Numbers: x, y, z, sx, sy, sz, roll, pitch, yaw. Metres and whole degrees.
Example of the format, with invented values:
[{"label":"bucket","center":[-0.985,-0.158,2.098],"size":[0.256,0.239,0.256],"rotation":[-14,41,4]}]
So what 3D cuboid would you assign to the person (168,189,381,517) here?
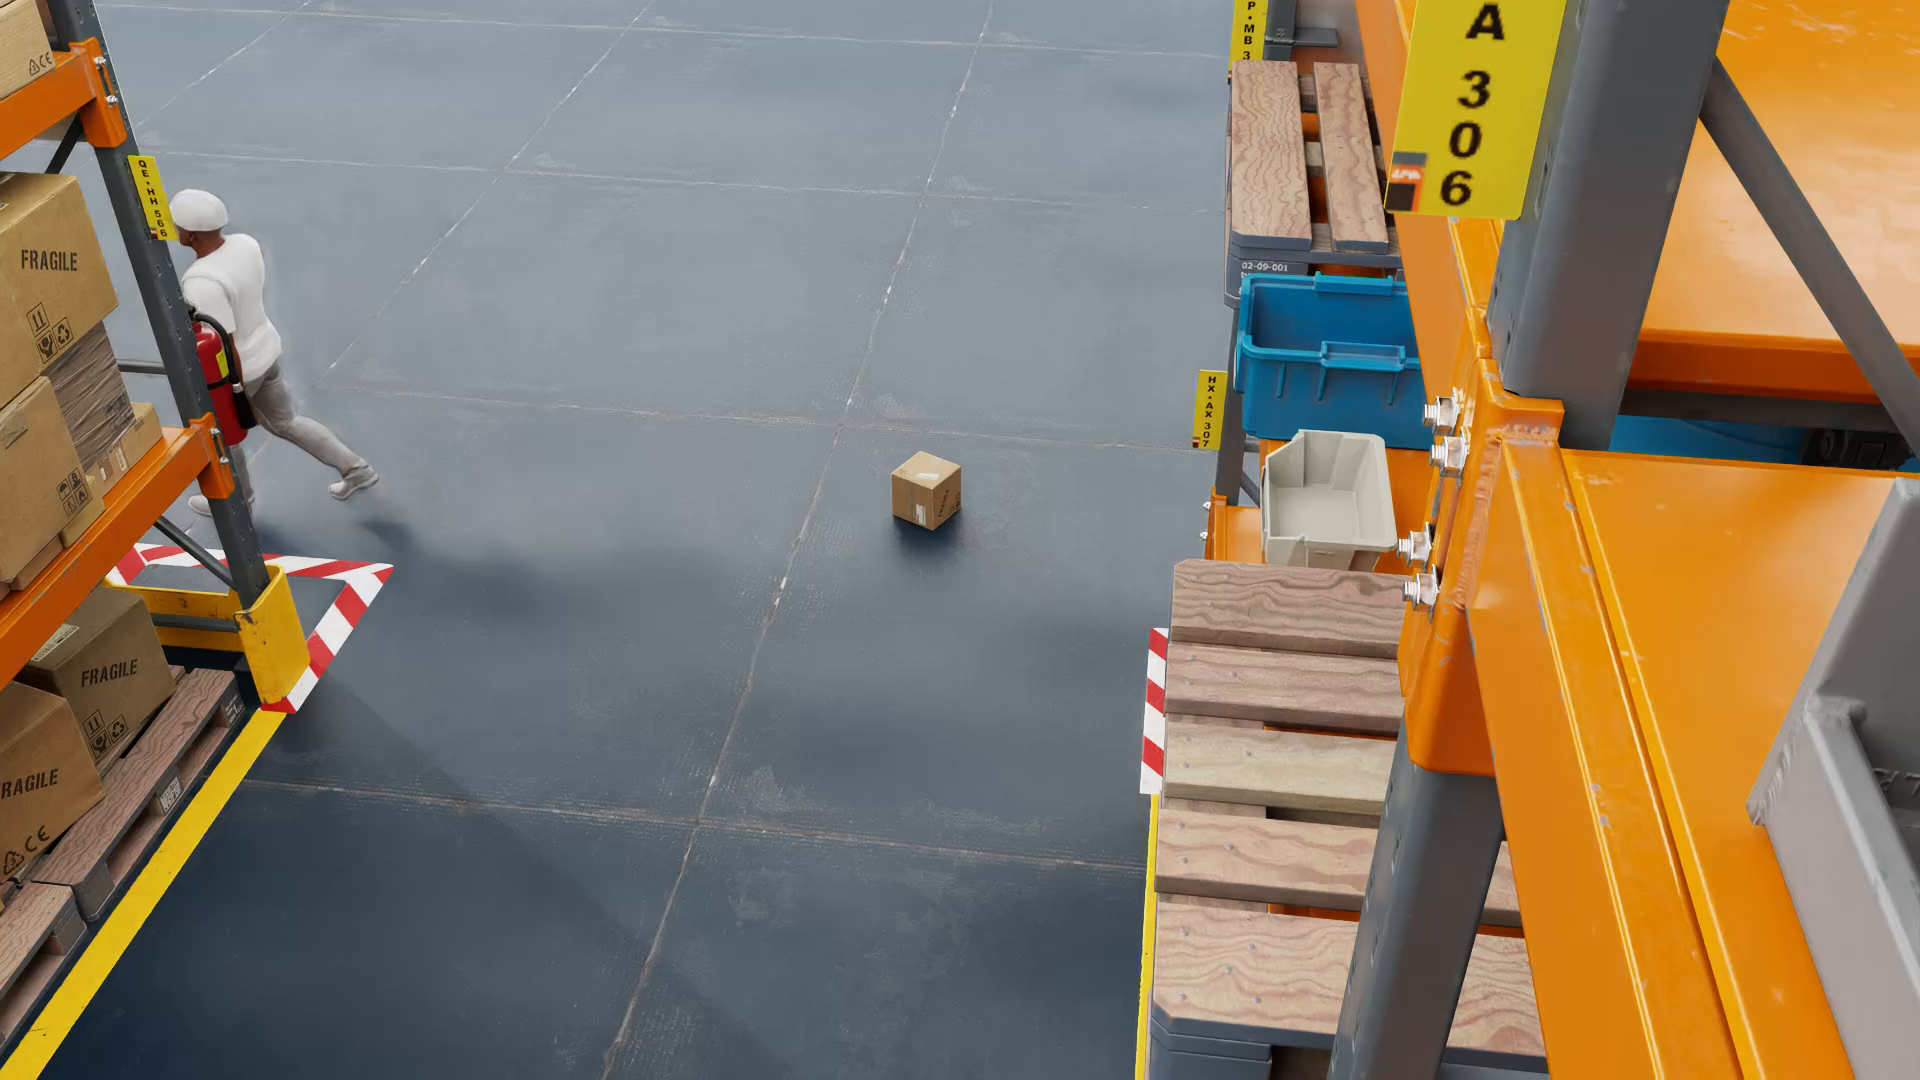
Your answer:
[{"label":"person","center":[-3.347,-0.844,7.792],"size":[0.963,1.732,0.581],"rotation":[4,36,6]}]
